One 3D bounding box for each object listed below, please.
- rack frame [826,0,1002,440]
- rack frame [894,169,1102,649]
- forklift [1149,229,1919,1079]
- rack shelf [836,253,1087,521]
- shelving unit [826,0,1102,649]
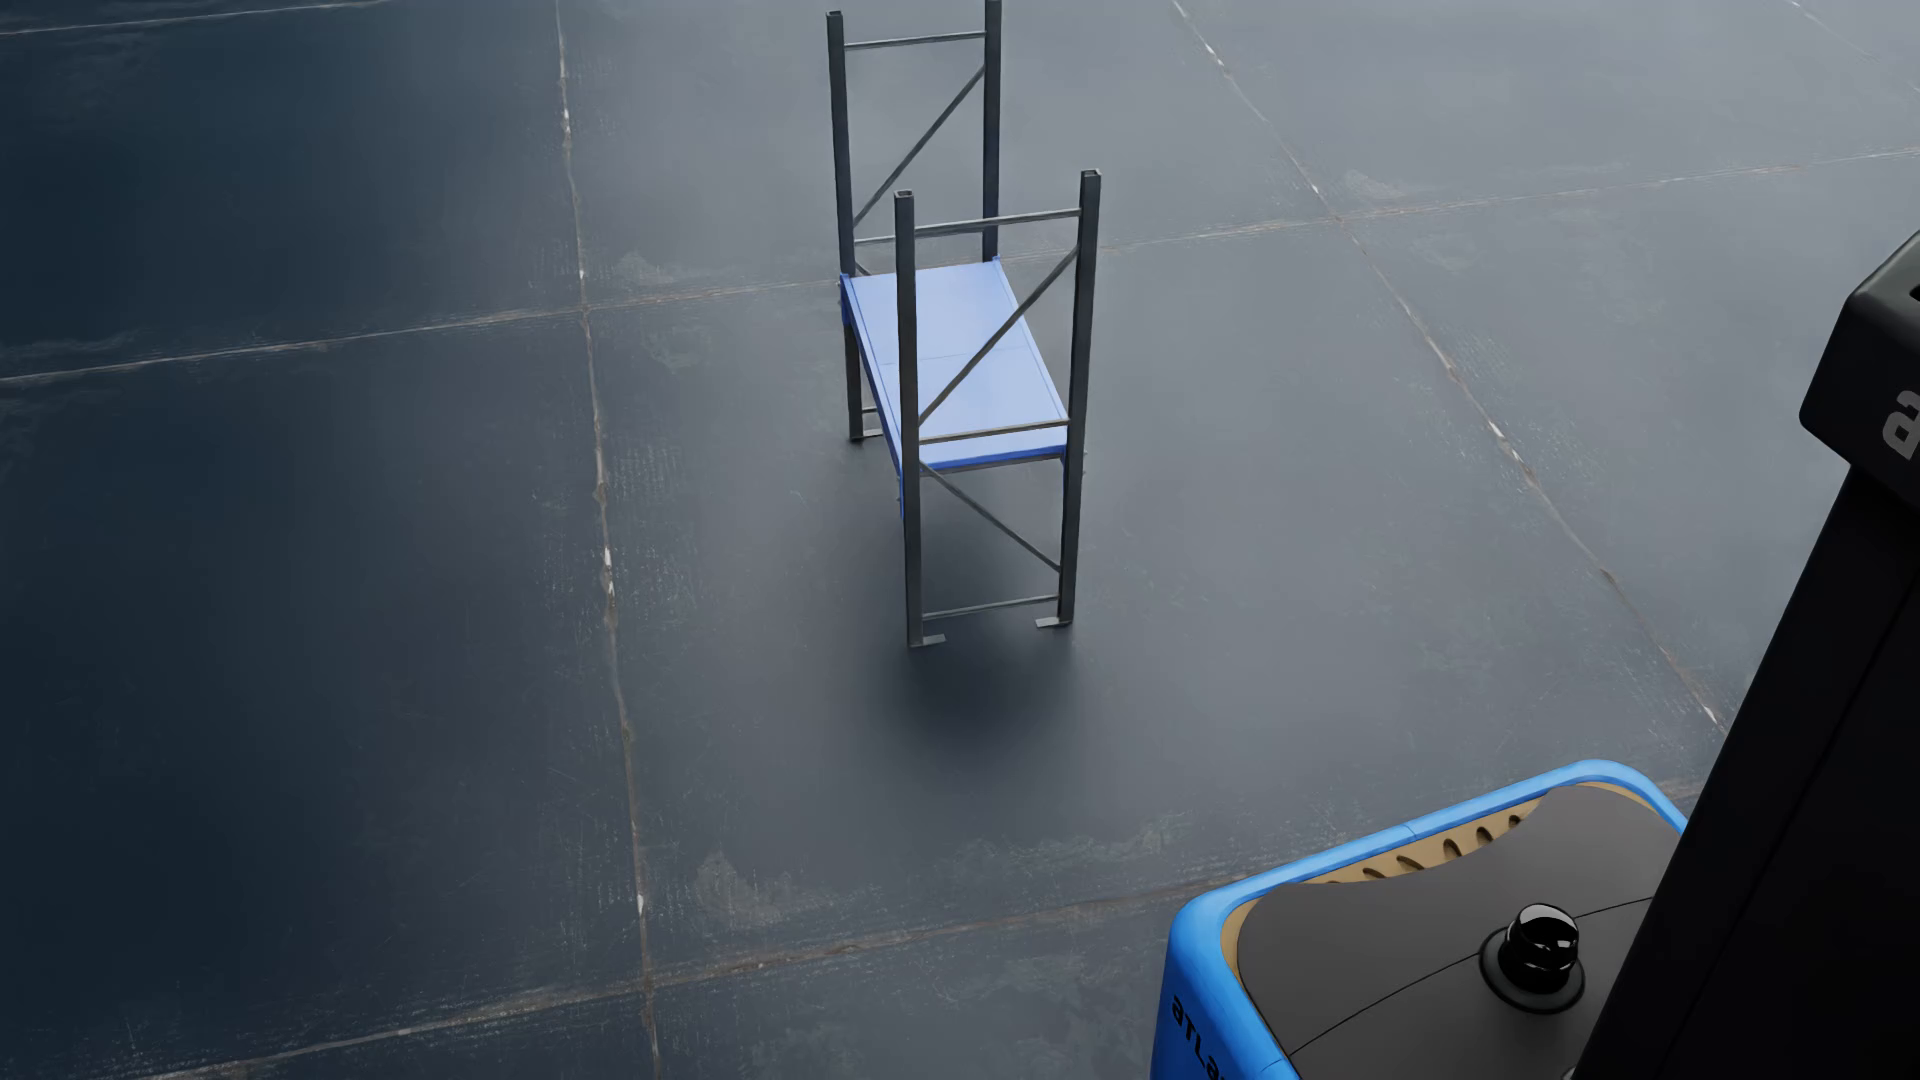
[{"bbox_3d":[-0.128,-0.946,5.186,0.500,1.500,0.032,-8,42,-9],"label":"rack frame"},{"bbox_3d":[0.091,-0.287,4.443,0.500,1.500,0.032,-8,42,-9],"label":"rack frame"},{"bbox_3d":[1.377,1.134,1.765,1.130,2.935,3.031,-15,44,-16],"label":"forklift"},{"bbox_3d":[-0.018,-0.482,4.934,0.538,0.185,1.000,-8,42,-9],"label":"rack shelf"},{"bbox_3d":[-0.018,-0.616,4.814,0.538,1.500,1.048,-8,42,-9],"label":"shelving unit"}]
